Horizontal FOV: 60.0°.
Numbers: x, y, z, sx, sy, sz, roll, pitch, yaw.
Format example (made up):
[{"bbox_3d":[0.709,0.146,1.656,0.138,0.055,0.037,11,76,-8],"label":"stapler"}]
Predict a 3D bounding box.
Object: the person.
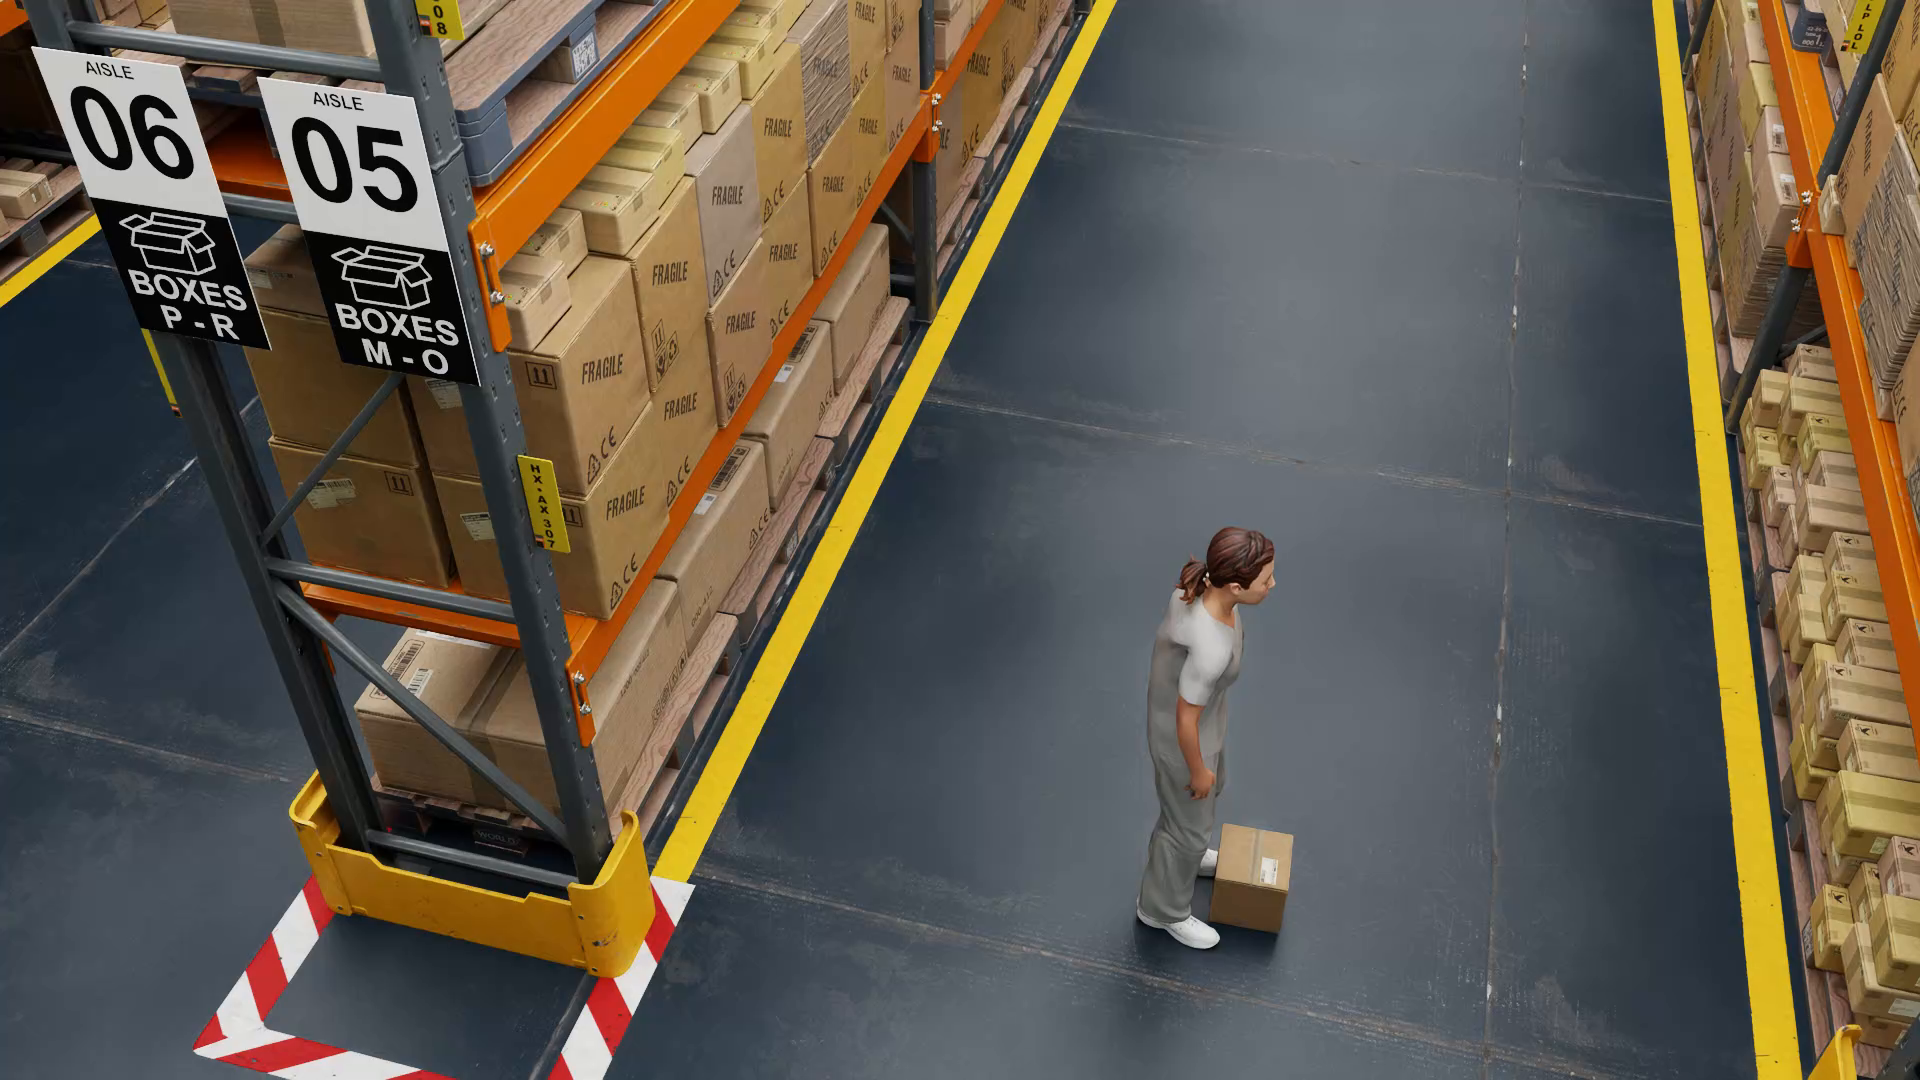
[{"bbox_3d":[0.787,0.625,5.445,0.369,1.671,0.507,8,42,9],"label":"person"}]
